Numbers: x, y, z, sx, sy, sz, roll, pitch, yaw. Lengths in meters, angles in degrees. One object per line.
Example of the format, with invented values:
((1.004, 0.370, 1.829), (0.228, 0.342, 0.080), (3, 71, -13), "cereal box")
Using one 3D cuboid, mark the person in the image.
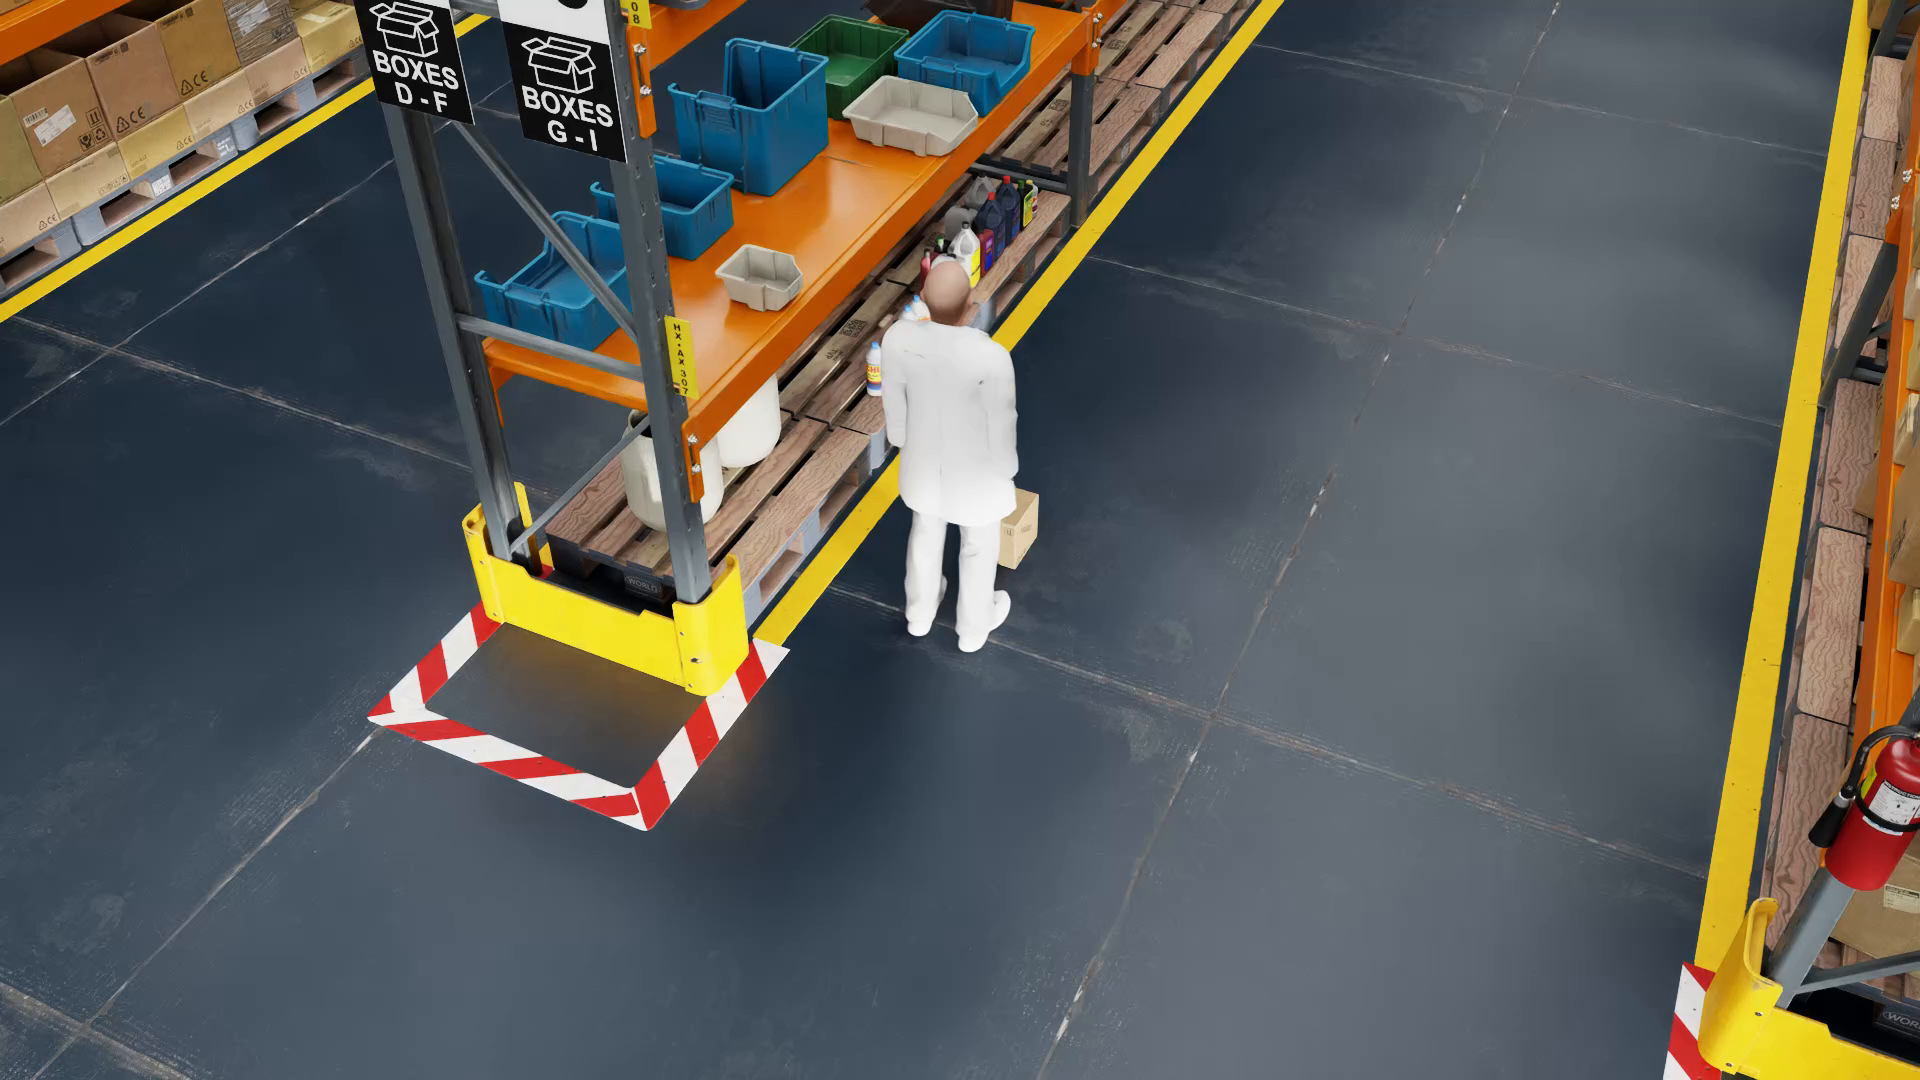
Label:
((-0.029, -0.338, 6.554), (0.561, 1.779, 0.376), (17, 44, 18), "person")
